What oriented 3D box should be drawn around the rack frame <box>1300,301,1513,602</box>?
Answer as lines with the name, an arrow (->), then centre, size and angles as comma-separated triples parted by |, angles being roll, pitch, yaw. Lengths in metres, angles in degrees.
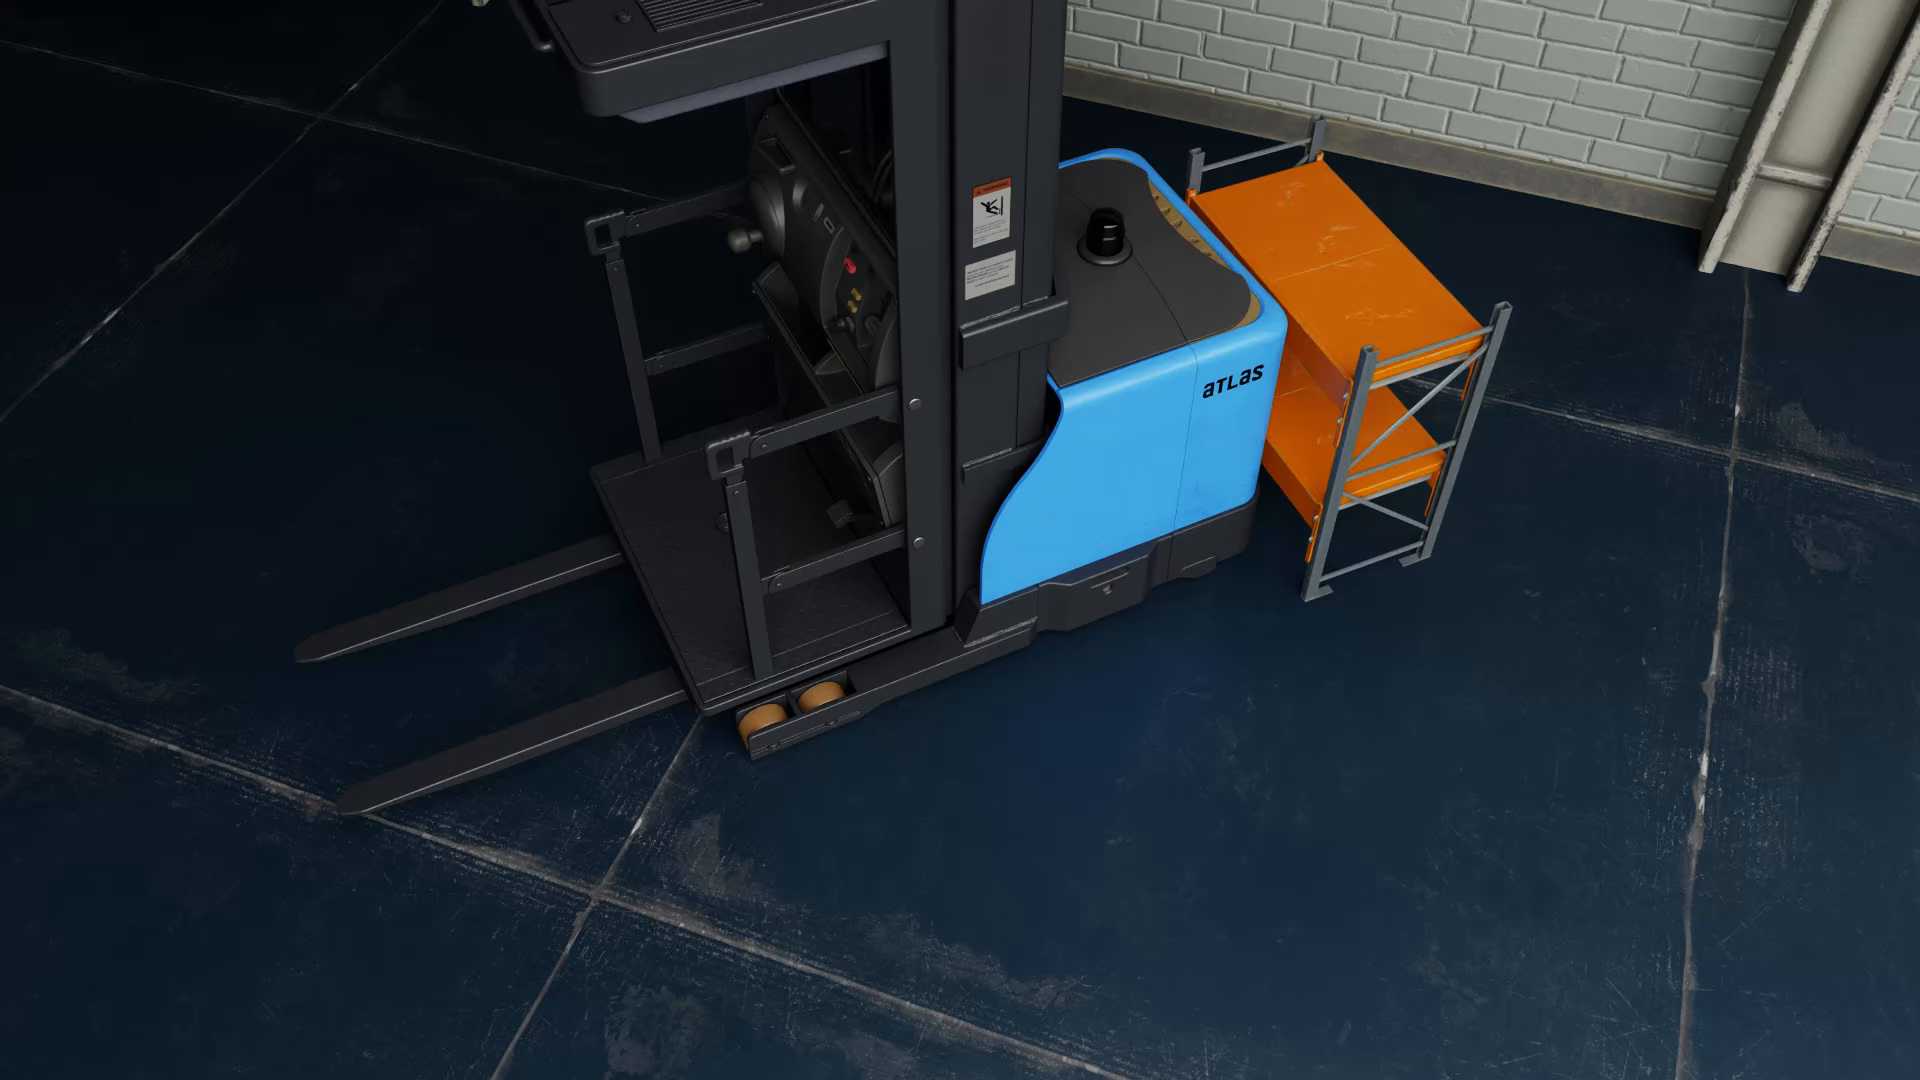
rack frame -> 1.377, -0.246, 5.218 | 0.500, 1.125, 0.032 | -18, 52, -15

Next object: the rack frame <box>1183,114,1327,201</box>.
rack frame -> 0.970, -0.949, 5.828 | 0.500, 1.125, 0.032 | -18, 52, -15

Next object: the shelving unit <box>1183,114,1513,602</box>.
shelving unit -> 1.174, -0.597, 5.523 | 0.538, 1.125, 1.048 | -18, 52, -15

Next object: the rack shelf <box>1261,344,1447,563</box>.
rack shelf -> 1.173, -0.437, 5.708 | 0.538, 0.278, 1.000 | -18, 52, -15

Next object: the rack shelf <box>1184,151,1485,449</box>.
rack shelf -> 1.174, -0.789, 5.302 | 0.538, 0.278, 1.000 | -18, 52, -15

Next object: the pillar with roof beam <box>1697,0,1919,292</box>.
pillar with roof beam -> 1.714, -1.038, 0.695 | 0.400, 9.000, 9.100 | 16, 51, 13

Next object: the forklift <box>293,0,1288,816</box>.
forklift -> -0.564, -0.752, 4.462 | 3.031, 2.935, 1.130 | -20, 52, -17
